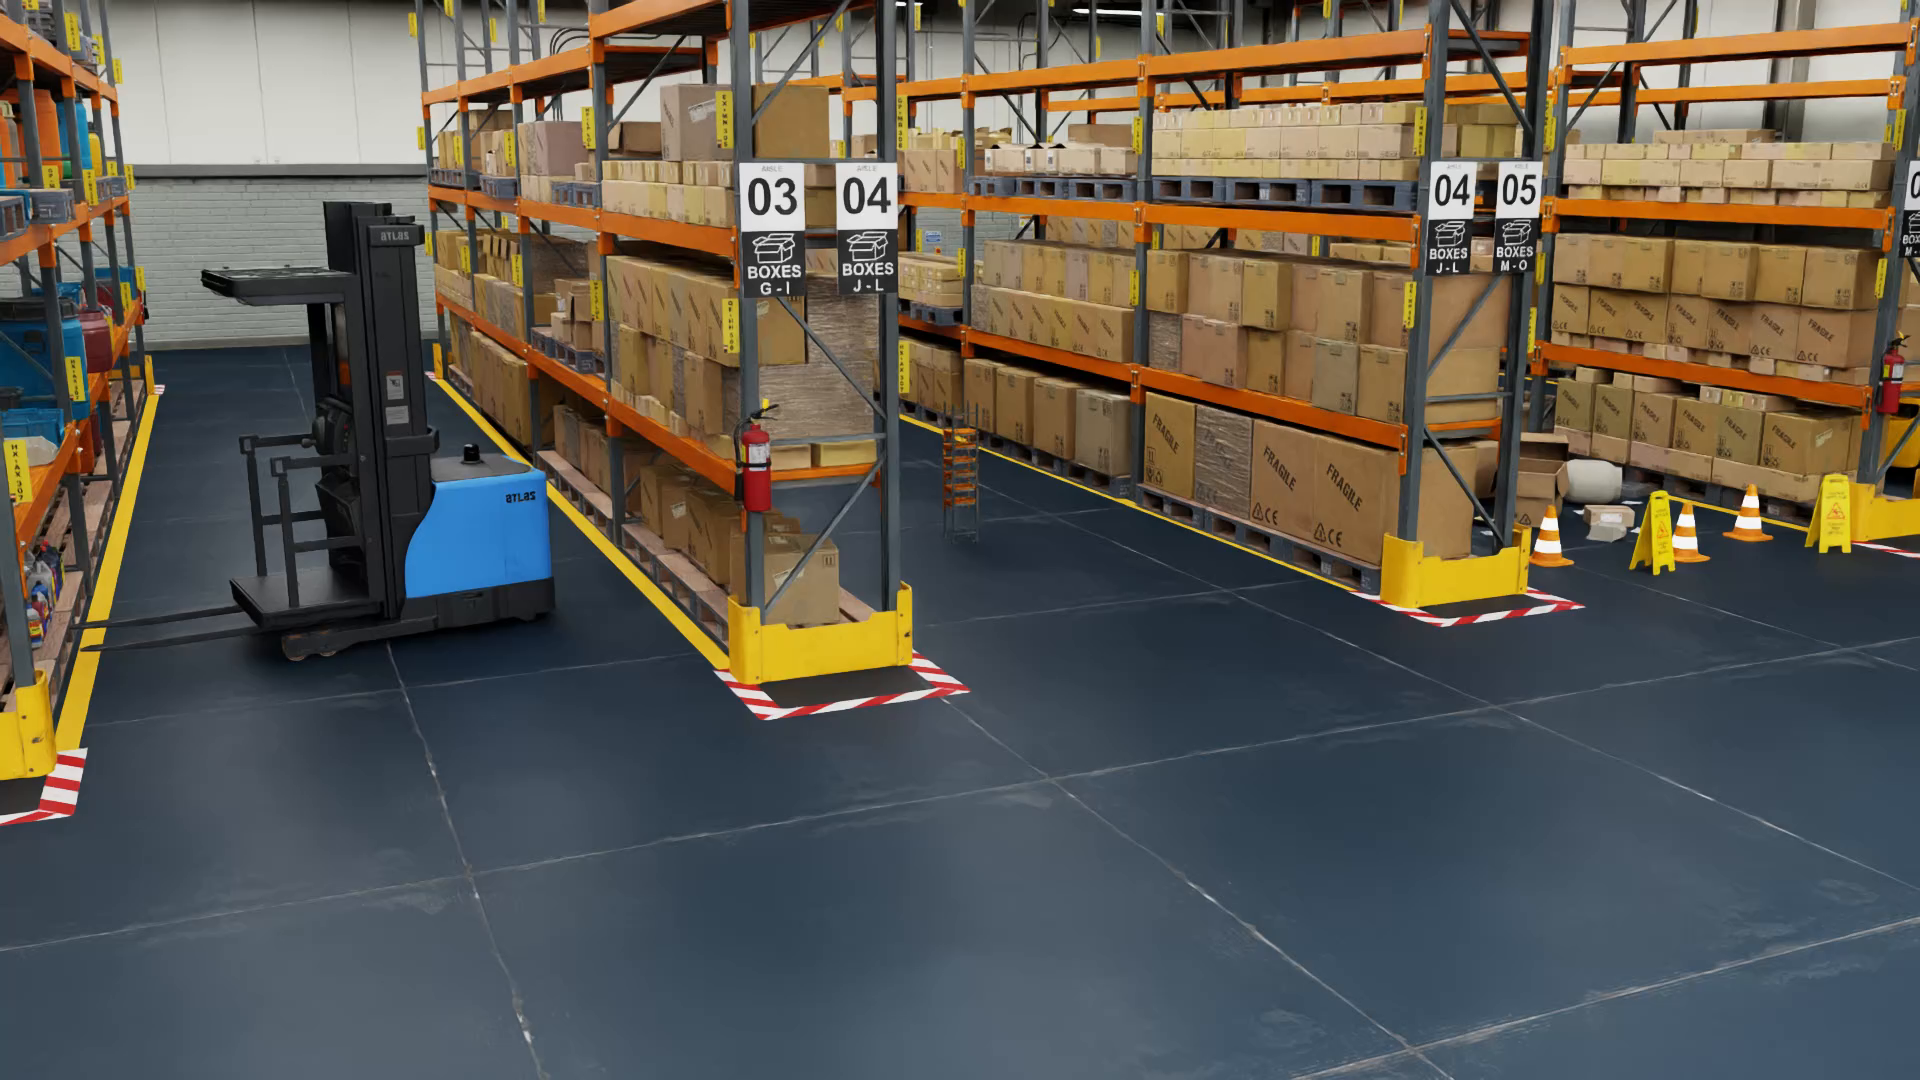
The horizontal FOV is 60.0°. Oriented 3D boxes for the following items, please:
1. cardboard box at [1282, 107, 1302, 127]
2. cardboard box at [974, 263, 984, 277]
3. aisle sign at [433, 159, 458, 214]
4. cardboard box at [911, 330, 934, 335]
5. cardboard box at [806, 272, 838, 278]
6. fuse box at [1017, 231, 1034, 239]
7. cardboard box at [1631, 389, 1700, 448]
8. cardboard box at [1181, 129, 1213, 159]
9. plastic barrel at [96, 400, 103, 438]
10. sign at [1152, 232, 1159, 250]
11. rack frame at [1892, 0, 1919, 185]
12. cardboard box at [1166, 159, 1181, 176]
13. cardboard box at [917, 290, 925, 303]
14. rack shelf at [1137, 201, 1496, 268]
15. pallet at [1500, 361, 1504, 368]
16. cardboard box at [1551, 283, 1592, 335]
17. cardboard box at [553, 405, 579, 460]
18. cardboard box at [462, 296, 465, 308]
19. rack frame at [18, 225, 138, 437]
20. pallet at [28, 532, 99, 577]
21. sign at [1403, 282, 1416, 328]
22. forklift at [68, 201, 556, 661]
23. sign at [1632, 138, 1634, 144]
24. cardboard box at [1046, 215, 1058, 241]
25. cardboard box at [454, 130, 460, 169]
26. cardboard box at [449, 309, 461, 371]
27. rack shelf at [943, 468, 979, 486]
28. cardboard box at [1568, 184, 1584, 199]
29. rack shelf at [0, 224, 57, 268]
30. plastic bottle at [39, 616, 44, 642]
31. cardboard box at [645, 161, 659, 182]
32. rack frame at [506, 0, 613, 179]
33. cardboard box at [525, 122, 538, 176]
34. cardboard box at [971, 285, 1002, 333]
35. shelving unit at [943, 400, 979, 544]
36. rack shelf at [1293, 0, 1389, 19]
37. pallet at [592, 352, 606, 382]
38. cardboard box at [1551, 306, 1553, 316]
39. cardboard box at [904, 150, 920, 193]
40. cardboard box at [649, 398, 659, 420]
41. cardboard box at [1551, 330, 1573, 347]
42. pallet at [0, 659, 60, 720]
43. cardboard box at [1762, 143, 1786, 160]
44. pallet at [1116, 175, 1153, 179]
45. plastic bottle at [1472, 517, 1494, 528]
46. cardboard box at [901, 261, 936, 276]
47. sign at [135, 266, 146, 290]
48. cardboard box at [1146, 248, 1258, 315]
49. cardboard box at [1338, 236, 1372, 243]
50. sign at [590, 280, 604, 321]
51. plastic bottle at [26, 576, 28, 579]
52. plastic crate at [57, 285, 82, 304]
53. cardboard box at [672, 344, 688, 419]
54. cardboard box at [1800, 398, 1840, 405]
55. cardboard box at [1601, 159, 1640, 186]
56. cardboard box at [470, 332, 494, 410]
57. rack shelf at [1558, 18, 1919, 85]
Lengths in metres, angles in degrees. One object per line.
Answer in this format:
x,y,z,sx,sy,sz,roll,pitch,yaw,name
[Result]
2.765,-3.330,13.090,0.380,0.149,0.250,-6,14,-24,cardboard box
0.304,-3.292,20.248,0.380,0.149,0.250,-6,14,-23,cardboard box
-7.578,-5.181,24.336,0.394,0.787,0.004,-6,14,-23,aisle sign
-0.363,-2.641,22.076,0.500,0.250,0.500,-5,14,-20,cardboard box
-1.029,-1.544,11.288,0.500,0.500,0.500,-6,14,-23,cardboard box
1.509,-5.516,34.409,0.539,1.711,0.414,-6,14,-23,fuse box
7.033,-1.209,16.447,0.500,0.500,0.500,-5,14,-20,cardboard box
2.261,-3.430,14.406,0.500,0.250,0.500,-6,14,-23,cardboard box
-9.724,-1.575,18.243,0.600,0.901,0.708,-6,14,-23,plastic barrel
2.901,-4.405,24.654,0.100,0.325,0.005,-6,14,-23,sign
8.215,-4.439,13.590,1.000,3.000,0.127,-6,14,-23,rack frame
2.058,-3.307,14.759,0.380,0.149,0.250,-6,14,-23,cardboard box
-0.304,-2.948,20.080,0.380,0.149,0.250,-5,14,-22,cardboard box
2.919,-2.572,13.773,1.077,0.370,4.000,-6,14,-23,rack shelf
8.315,-2.921,26.522,1.003,0.211,1.213,-6,14,-23,pallet
6.534,-2.420,17.291,0.500,0.500,0.500,-6,14,-23,cardboard box
-3.783,-1.133,17.182,0.700,0.500,0.500,-6,15,-26,cardboard box
-6.300,-3.117,21.743,0.380,0.149,0.250,-6,14,-24,cardboard box
-10.210,-2.653,19.178,1.000,3.000,0.127,-6,14,-23,rack frame
-7.356,0.200,13.037,1.003,0.211,1.213,-6,14,-23,pallet
3.218,-1.681,11.888,0.100,0.325,0.005,-6,14,-23,sign
-4.411,-0.767,11.185,3.031,2.935,1.130,-9,16,-33,forklift
7.107,-4.106,17.659,0.100,0.325,0.005,-6,14,-23,sign
1.737,-5.232,27.886,0.500,0.500,0.500,-6,14,-24,cardboard box
-6.252,-5.131,21.860,0.700,0.500,0.500,-5,14,-20,cardboard box
-6.944,-2.971,24.334,0.875,0.875,0.875,-6,14,-23,cardboard box
0.006,-0.538,14.232,0.258,0.103,0.180,-6,14,-23,rack shelf
6.512,-3.594,17.150,0.380,0.149,0.250,-6,14,-24,cardboard box
-6.204,-1.697,9.994,1.077,0.370,4.000,-6,14,-23,rack shelf
-5.885,0.552,10.565,0.097,0.201,0.097,0,13,0,plastic bottle
-2.063,-2.669,12.044,0.380,0.149,0.250,-6,14,-24,cardboard box
-4.069,-5.196,16.864,1.000,3.000,0.127,-6,14,-23,rack frame
-3.917,-3.802,16.161,0.500,0.500,0.500,-6,14,-23,cardboard box
0.448,-2.632,18.869,0.500,0.500,0.500,-5,14,-22,cardboard box
0.006,-0.582,14.222,0.258,1.200,0.189,-6,14,-23,shelving unit
7.154,-9.049,27.734,1.077,0.370,4.000,-6,14,-23,rack shelf
-2.640,-1.525,14.731,1.003,0.211,1.213,-6,14,-23,pallet
6.681,-2.567,18.435,0.380,0.149,0.250,-5,14,-22,cardboard box
-0.355,-4.512,20.336,0.500,0.500,0.500,-6,14,-23,cardboard box
-2.133,-0.997,12.583,0.380,0.149,0.250,-6,14,-23,cardboard box
6.445,-2.126,17.459,0.380,0.149,0.250,-6,14,-23,cardboard box
-5.797,1.005,9.557,1.003,0.211,1.213,-6,14,-23,pallet
7.476,-3.503,14.987,0.380,0.149,0.250,-6,14,-23,cardboard box
3.090,-5.583,25.385,1.003,0.211,1.213,-6,14,-23,pallet
4.691,-0.163,14.940,0.133,0.061,0.283,-12,18,-42,plastic bottle
-0.506,-3.344,20.472,0.380,0.149,0.250,-6,14,-23,cardboard box
-11.315,-3.611,22.960,0.100,0.325,0.005,-6,14,-23,sign
2.234,-2.394,15.334,0.875,0.550,0.550,-6,14,-23,cardboard box
5.037,-3.828,21.820,0.500,0.500,0.500,-6,14,-25,cardboard box
-2.974,-1.960,13.620,0.100,0.325,0.005,-6,14,-23,sign
-6.361,0.337,11.309,0.061,0.283,0.133,-6,14,-23,plastic bottle
-11.751,-3.210,21.824,0.416,0.233,0.300,-6,14,-23,plastic crate
-1.531,-1.130,11.719,0.875,0.500,0.500,-6,14,-23,cardboard box
10.940,-1.946,20.460,0.875,0.625,0.625,-5,14,-20,cardboard box
6.753,-3.654,16.526,0.500,0.250,0.500,-6,14,-23,cardboard box
-5.397,-2.139,20.740,1.225,0.875,0.875,-6,14,-23,cardboard box
7.414,-4.500,15.457,1.077,0.370,4.000,-6,14,-23,rack shelf
